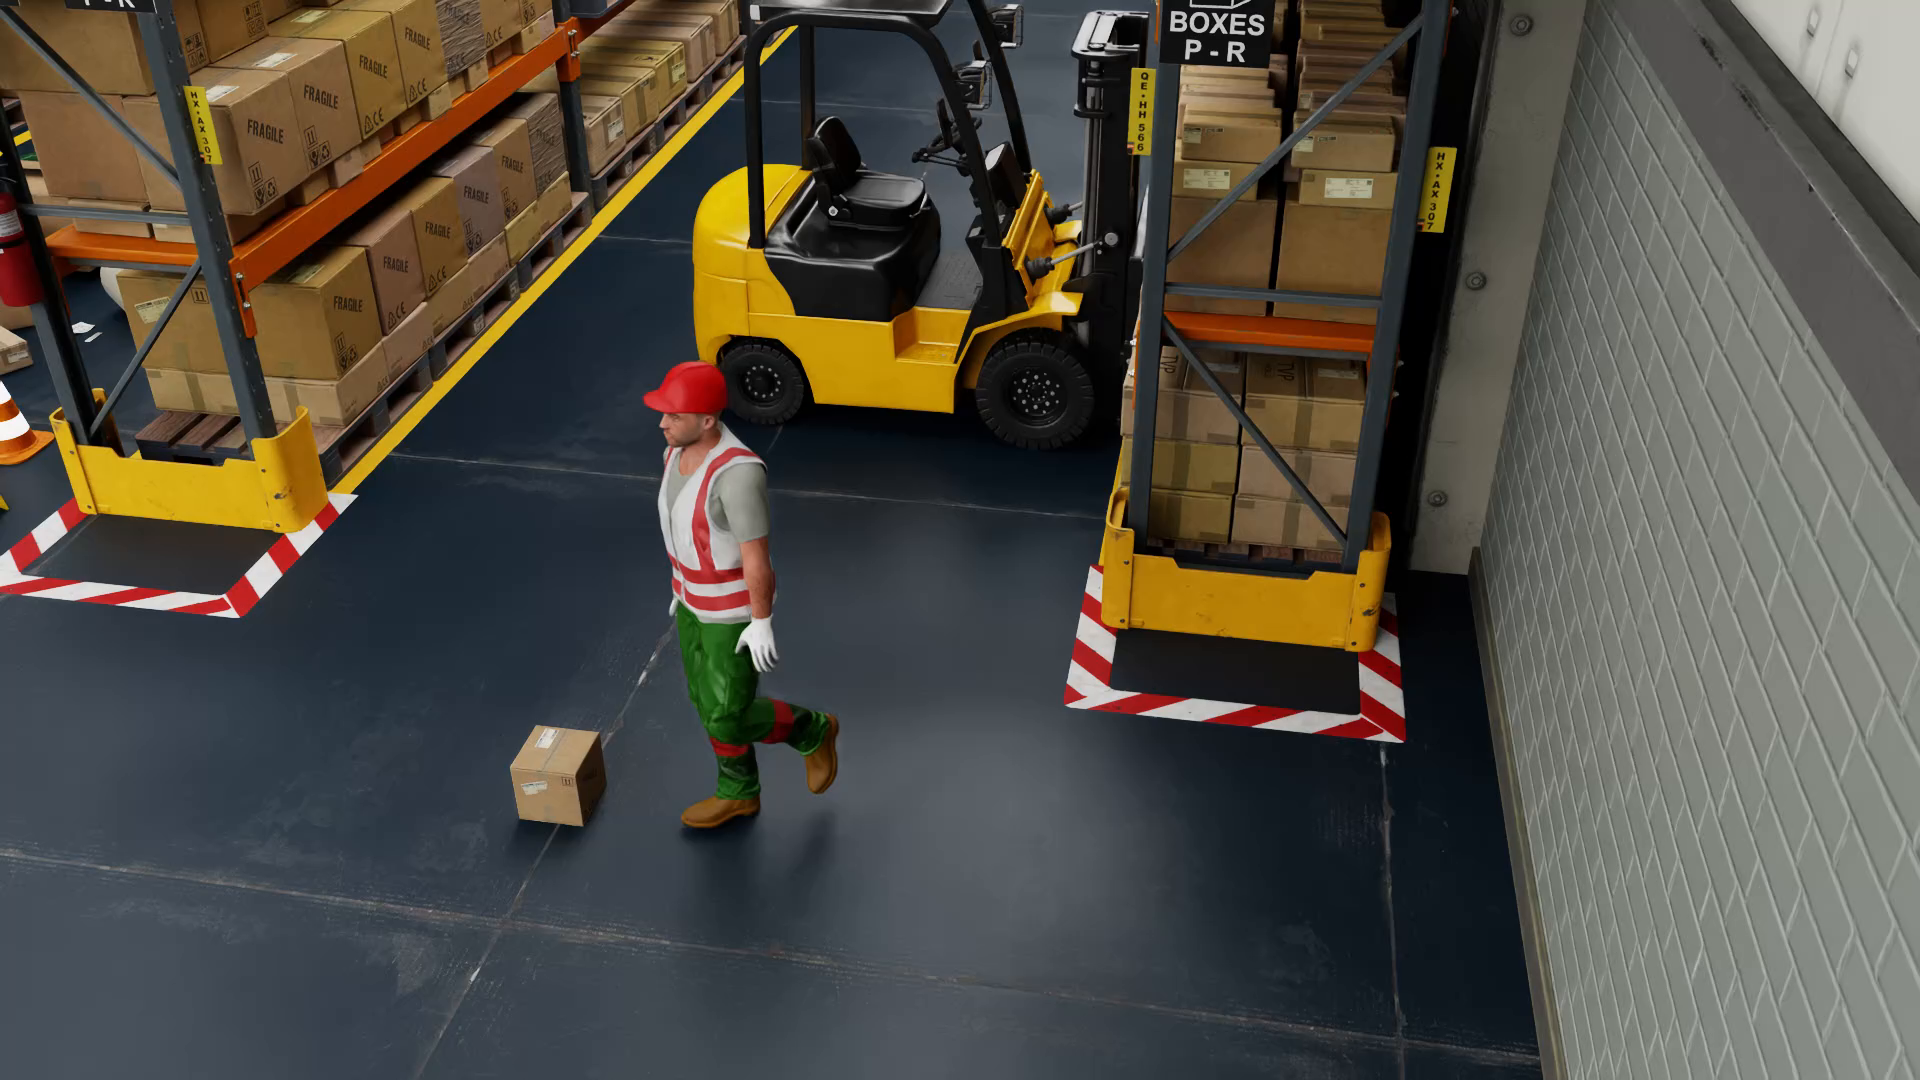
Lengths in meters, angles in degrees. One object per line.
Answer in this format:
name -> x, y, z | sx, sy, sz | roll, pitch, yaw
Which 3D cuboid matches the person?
person -> -0.778, 0.197, 5.760 | 0.597, 1.780, 0.607 | -20, 37, -29
